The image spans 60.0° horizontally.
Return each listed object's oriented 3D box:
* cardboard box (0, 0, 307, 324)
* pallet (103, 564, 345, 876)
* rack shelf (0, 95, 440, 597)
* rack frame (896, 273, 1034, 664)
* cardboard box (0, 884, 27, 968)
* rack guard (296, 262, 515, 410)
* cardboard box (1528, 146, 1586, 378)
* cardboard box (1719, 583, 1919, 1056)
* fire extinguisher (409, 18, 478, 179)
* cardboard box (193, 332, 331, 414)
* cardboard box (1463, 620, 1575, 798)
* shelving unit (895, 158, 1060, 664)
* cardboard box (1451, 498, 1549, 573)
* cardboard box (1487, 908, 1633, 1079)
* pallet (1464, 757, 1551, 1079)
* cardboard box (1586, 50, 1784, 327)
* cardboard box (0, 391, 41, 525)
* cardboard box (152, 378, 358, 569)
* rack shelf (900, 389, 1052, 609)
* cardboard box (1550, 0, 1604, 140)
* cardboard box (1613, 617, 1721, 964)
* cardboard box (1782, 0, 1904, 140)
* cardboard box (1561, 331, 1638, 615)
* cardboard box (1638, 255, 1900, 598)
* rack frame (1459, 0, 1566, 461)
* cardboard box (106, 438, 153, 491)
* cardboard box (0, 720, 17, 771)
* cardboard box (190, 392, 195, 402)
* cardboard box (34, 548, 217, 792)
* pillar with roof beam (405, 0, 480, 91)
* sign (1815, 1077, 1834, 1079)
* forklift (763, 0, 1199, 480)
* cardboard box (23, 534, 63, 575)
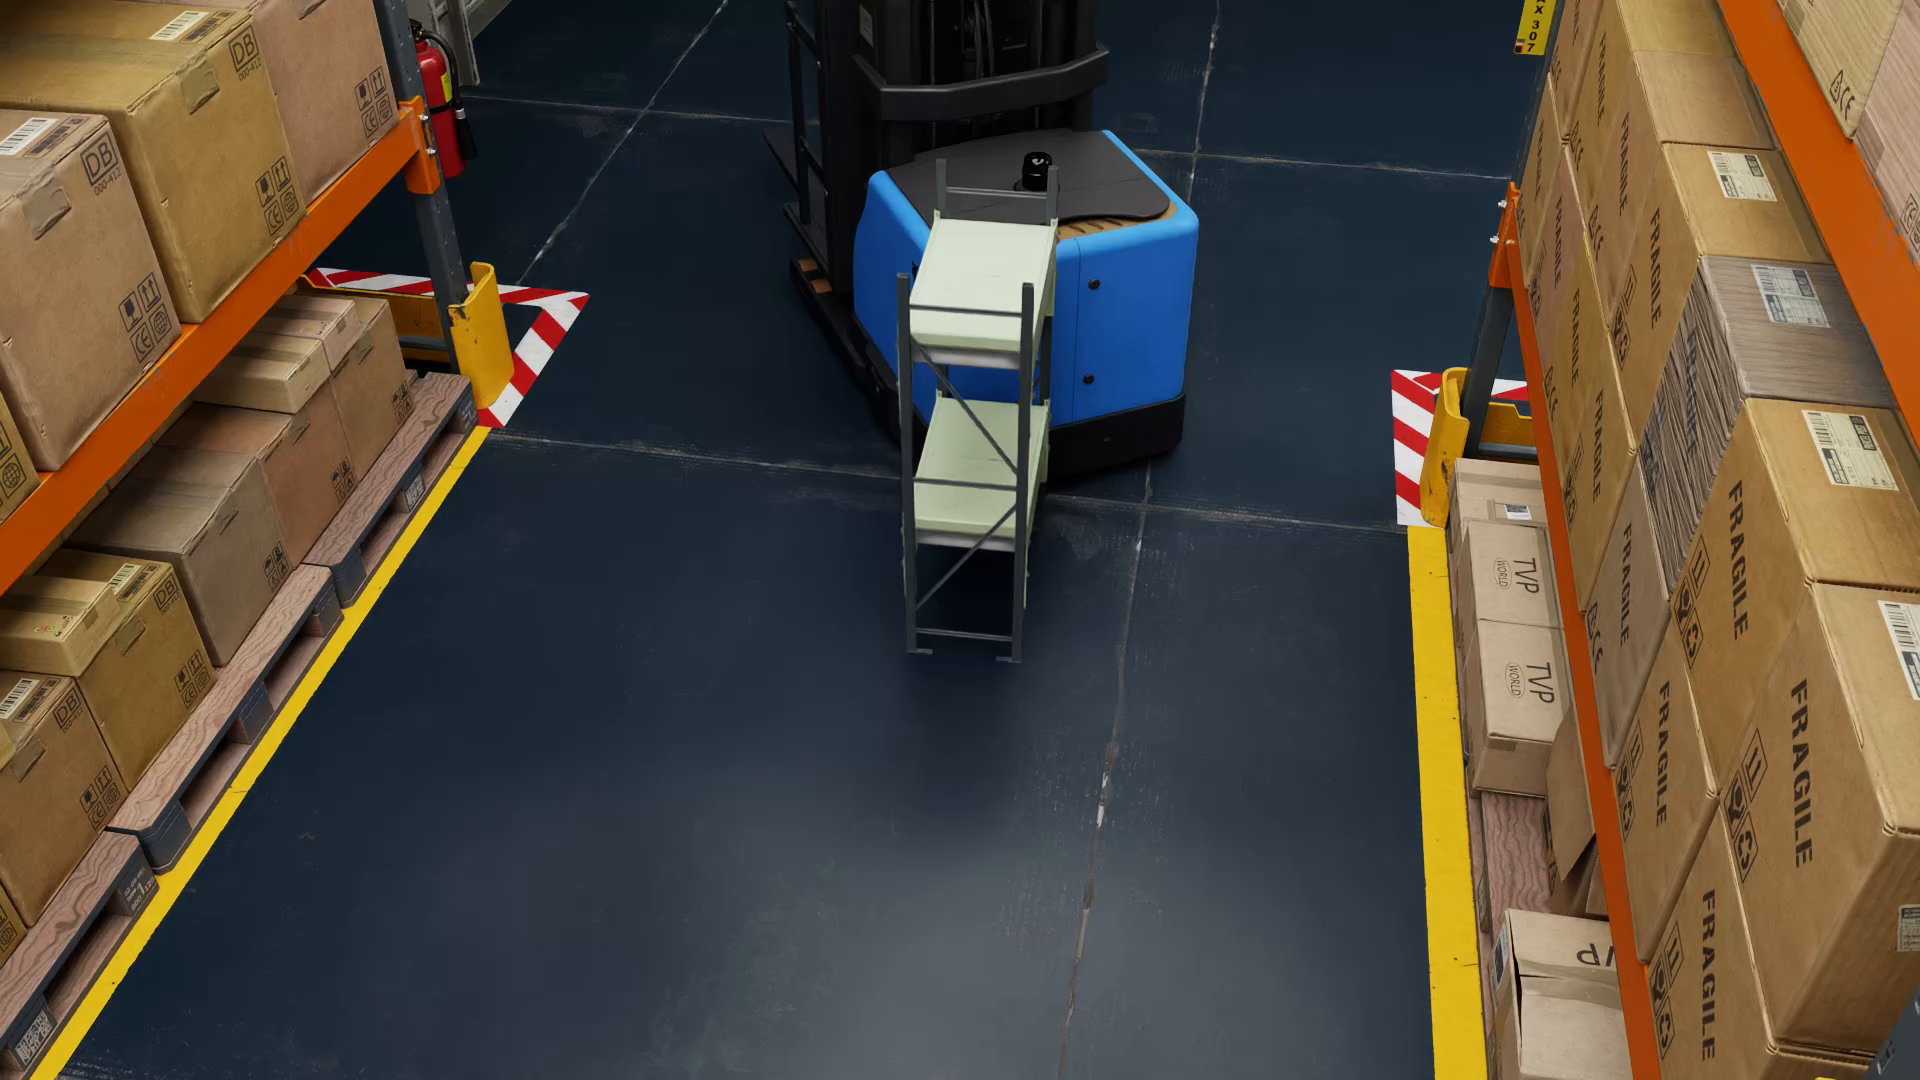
[{"bbox_3d":[-2.699,-1.182,5.090,0.980,0.700,0.700,6,40,7],"label":"cardboard box"},{"bbox_3d":[-2.780,0.503,5.476,1.003,0.211,1.213,6,40,8],"label":"pallet"},{"bbox_3d":[-2.852,-0.313,4.839,1.077,0.370,4.000,6,40,8],"label":"rack shelf"},{"bbox_3d":[0.015,-0.174,5.283,0.400,1.500,0.023,5,40,6],"label":"rack frame"},{"bbox_3d":[-2.967,1.008,4.309,0.700,0.500,0.500,7,40,8],"label":"cardboard box"},{"bbox_3d":[-2.501,-0.897,6.943,1.175,0.500,0.348,6,40,8],"label":"rack guard"},{"bbox_3d":[1.954,-0.766,4.744,0.500,0.500,0.500,6,40,7],"label":"cardboard box"},{"bbox_3d":[1.514,0.439,2.502,0.500,0.500,0.500,7,40,8],"label":"cardboard box"},{"bbox_3d":[-2.025,-1.716,6.325,0.296,0.674,0.183,6,40,8],"label":"fire extinguisher"},{"bbox_3d":[-2.414,-0.582,5.724,0.380,0.149,0.250,7,40,9],"label":"cardboard box"},{"bbox_3d":[1.828,0.526,5.072,0.500,0.250,0.500,6,40,8],"label":"cardboard box"},{"bbox_3d":[0.067,-0.405,5.563,0.431,1.500,0.755,5,40,6],"label":"shelving unit"},{"bbox_3d":[1.920,0.003,5.771,0.380,0.166,0.250,6,40,8],"label":"cardboard box"},{"bbox_3d":[1.631,1.216,4.190,0.500,0.311,0.500,6,40,8],"label":"cardboard box"},{"bbox_3d":[2.011,1.085,4.773,1.003,0.211,1.213,6,40,8],"label":"pallet"},{"bbox_3d":[1.863,-0.834,4.041,0.500,0.500,0.500,7,40,8],"label":"cardboard box"},{"bbox_3d":[-2.956,-0.247,3.959,0.980,0.700,0.700,5,40,7],"label":"cardboard box"},{"bbox_3d":[-2.615,-0.280,5.866,0.700,0.500,0.500,6,40,8],"label":"cardboard box"},{"bbox_3d":[0.067,-0.154,5.770,0.431,0.370,0.720,5,40,6],"label":"rack shelf"},{"bbox_3d":[2.038,-1.476,4.818,0.500,0.500,0.500,8,40,9],"label":"cardboard box"},{"bbox_3d":[1.604,0.504,3.207,0.500,0.500,0.500,7,40,9],"label":"cardboard box"},{"bbox_3d":[1.679,-0.851,2.689,0.500,0.250,0.500,6,40,8],"label":"cardboard box"},{"bbox_3d":[1.776,-0.138,3.985,0.500,0.500,0.500,7,40,8],"label":"cardboard box"},{"bbox_3d":[1.688,-0.199,3.274,0.500,0.500,0.500,7,40,8],"label":"cardboard box"},{"bbox_3d":[2.374,-1.302,5.470,1.000,3.000,0.127,6,40,8],"label":"rack frame"},{"bbox_3d":[-2.877,-0.309,5.393,0.380,0.149,0.250,7,40,8],"label":"cardboard box"},{"bbox_3d":[-2.728,0.564,4.337,0.380,0.149,0.250,8,40,9],"label":"cardboard box"},{"bbox_3d":[-2.790,-0.626,5.776,0.380,0.149,0.250,6,40,8],"label":"cardboard box"},{"bbox_3d":[-2.786,0.372,5.079,0.700,0.500,0.500,7,40,9],"label":"cardboard box"},{"bbox_3d":[1.350,-5.473,5.807,9.100,9.000,0.400,6,40,8],"label":"pillar with roof beam"},{"bbox_3d":[1.146,0.820,2.225,0.100,0.325,0.005,6,40,8],"label":"sign"},{"bbox_3d":[-0.129,-2.224,6.639,1.130,2.935,3.031,-14,42,-16],"label":"forklift"},{"bbox_3d":[-2.965,0.011,5.006,0.380,0.149,0.250,6,40,7],"label":"cardboard box"}]
